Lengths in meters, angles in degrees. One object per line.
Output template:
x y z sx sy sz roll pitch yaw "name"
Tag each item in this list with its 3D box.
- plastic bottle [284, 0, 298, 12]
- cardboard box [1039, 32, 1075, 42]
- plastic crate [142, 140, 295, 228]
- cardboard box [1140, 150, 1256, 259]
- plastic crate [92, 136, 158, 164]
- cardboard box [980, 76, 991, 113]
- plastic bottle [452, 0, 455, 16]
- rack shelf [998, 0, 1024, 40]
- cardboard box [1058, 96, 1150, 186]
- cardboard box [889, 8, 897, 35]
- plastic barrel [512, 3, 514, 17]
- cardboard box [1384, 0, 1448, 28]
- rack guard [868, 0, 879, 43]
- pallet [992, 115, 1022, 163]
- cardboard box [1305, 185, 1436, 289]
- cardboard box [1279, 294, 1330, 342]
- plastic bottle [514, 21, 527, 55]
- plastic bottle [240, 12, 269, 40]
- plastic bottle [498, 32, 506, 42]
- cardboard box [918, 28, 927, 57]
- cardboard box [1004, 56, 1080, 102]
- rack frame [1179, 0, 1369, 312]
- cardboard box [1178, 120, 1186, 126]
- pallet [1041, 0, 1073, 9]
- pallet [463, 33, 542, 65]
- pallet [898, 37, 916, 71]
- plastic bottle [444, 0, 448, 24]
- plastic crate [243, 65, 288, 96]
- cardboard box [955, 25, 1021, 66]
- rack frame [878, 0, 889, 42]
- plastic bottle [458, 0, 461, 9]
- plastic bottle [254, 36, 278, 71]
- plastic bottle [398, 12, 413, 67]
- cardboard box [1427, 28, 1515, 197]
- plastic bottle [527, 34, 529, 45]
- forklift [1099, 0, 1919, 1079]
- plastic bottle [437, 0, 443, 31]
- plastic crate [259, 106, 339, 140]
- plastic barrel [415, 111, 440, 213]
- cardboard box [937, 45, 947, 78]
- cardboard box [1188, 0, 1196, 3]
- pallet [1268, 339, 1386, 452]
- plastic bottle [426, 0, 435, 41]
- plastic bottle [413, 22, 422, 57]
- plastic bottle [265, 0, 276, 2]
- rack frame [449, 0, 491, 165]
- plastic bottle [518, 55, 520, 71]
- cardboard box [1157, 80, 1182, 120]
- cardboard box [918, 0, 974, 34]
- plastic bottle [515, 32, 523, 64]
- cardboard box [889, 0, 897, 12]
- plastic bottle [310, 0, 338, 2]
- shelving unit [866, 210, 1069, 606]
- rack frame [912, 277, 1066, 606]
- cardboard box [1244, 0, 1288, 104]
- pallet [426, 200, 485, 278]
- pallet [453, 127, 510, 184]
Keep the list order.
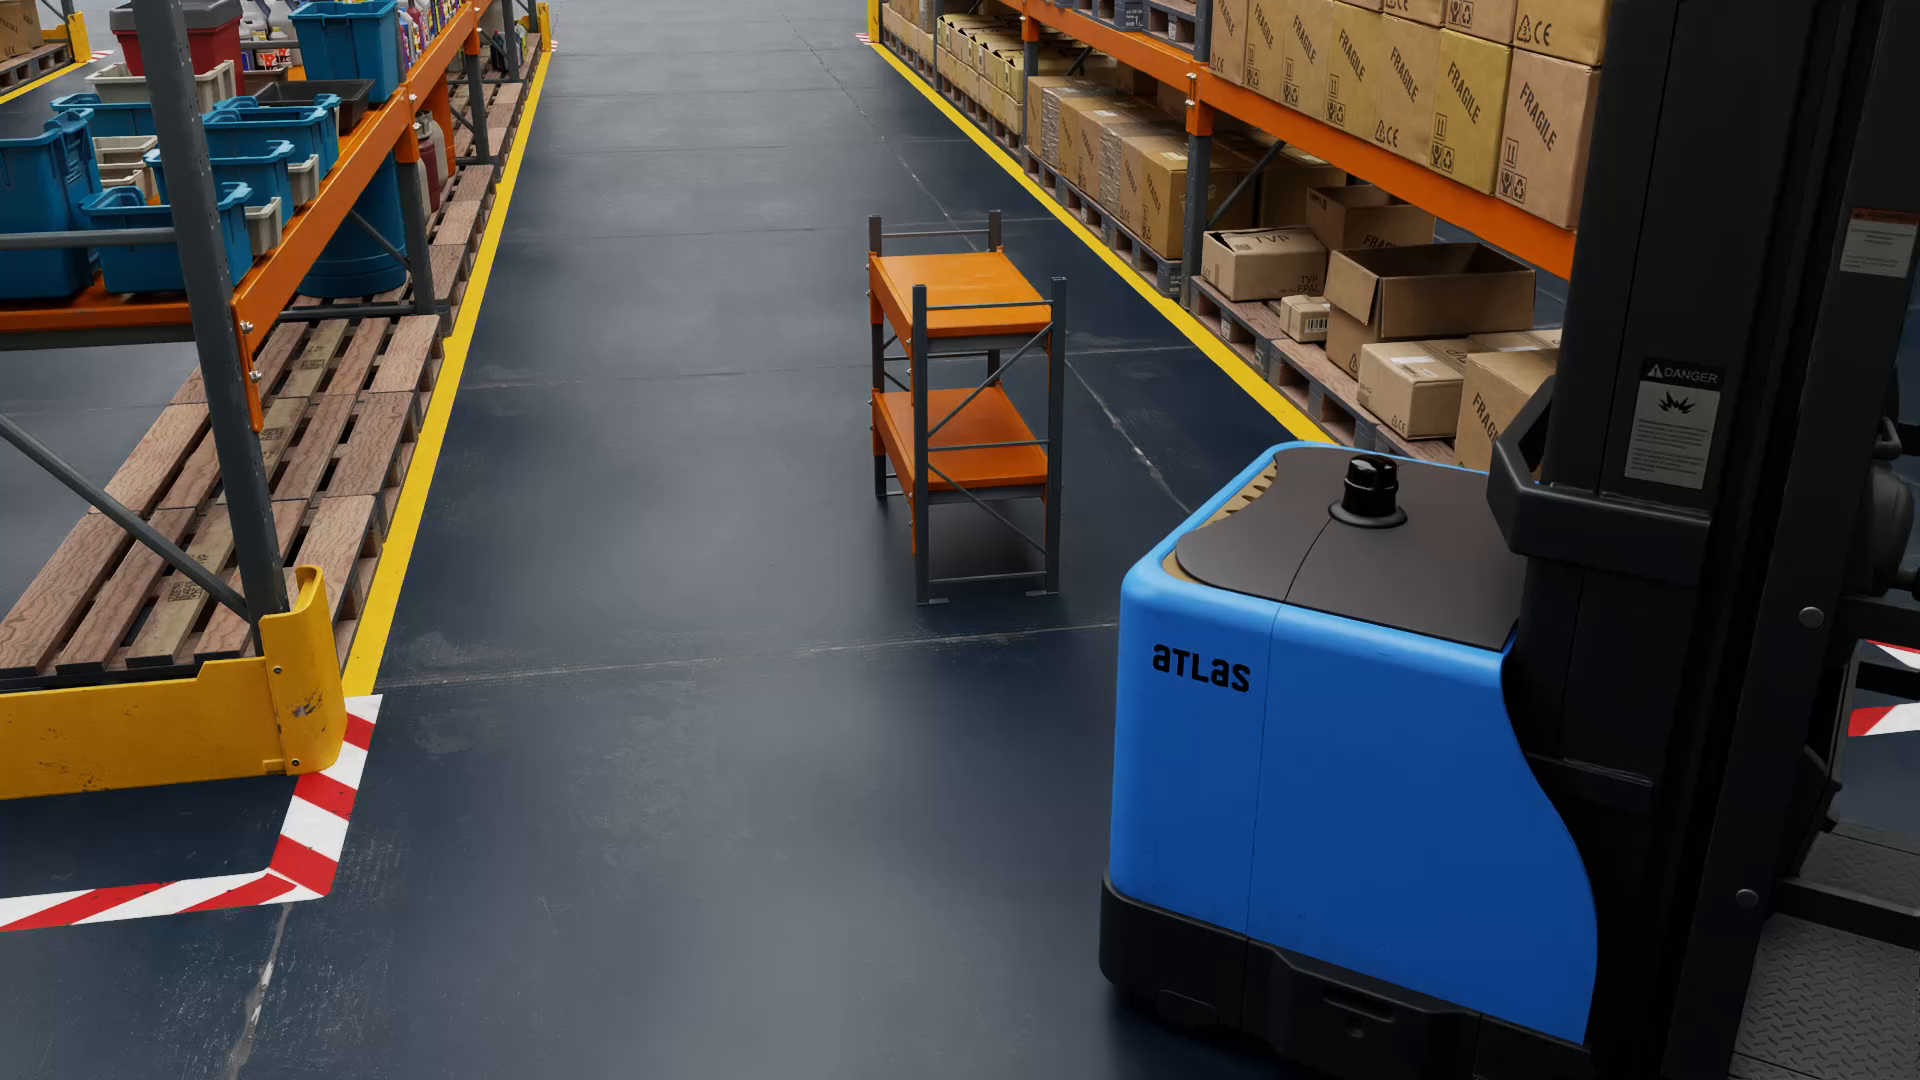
-3.533 -2.719 8.789 0.144 0.351 0.185 -4 24 -10 "plastic bottle"
0.878 -4.285 14.524 0.500 0.311 0.500 -5 24 -10 "cardboard box"
-2.254 -1.079 5.106 0.416 0.233 0.300 -4 24 -10 "plastic crate"
1.346 -1.915 9.460 0.500 0.500 0.500 -4 24 -10 "cardboard box"
-2.926 -1.299 5.732 0.298 0.136 0.250 -4 24 -10 "plastic crate"
0.454 -3.781 14.070 0.500 0.250 0.500 -4 24 -9 "cardboard box"
-3.331 -3.500 10.764 0.097 0.201 0.097 0 24 0 "plastic bottle"
0.610 -4.716 14.200 1.077 0.370 4.000 -4 24 -10 "rack shelf"
0.973 -2.712 11.285 0.500 0.500 0.500 -5 24 -10 "cardboard box"
-0.523 -5.915 18.955 0.500 0.250 0.500 -4 24 -10 "cardboard box"
-5.172 -5.840 18.457 0.421 0.512 0.421 0 24 0 "plastic barrel"
1.912 -2.173 6.105 0.500 0.500 0.500 -4 24 -8 "cardboard box"
-0.504 -6.270 19.981 1.175 0.500 0.348 -4 24 -10 "rack guard"
0.866 -3.308 13.561 1.003 0.211 1.213 -4 24 -10 "pallet"
2.103 -1.539 8.599 0.500 0.500 0.500 -4 24 -10 "cardboard box"
1.754 -1.068 7.939 0.380 0.166 0.250 -4 24 -10 "cardboard box"
-4.518 -5.118 16.981 0.144 0.351 0.185 -3 24 -8 "plastic bottle"
-3.607 -2.539 8.470 0.152 0.276 0.135 -4 24 -10 "plastic bottle"
-4.625 -4.990 16.780 0.152 0.276 0.135 -4 24 -10 "plastic bottle"
-0.143 -5.129 17.156 0.500 0.250 0.500 -4 24 -10 "cardboard box"
0.641 -3.636 13.038 0.500 0.311 0.500 -4 24 -8 "cardboard box"
1.719 -2.686 8.652 1.000 3.000 0.127 -4 24 -10 "rack frame"
1.675 -2.356 10.471 0.500 0.500 0.500 -4 24 -9 "cardboard box"
1.174 -3.910 11.694 1.213 0.211 1.003 -4 24 -10 "pallet"
-5.163 -5.417 18.388 1.003 0.211 1.213 -4 24 -10 "pallet"
-0.095 -5.352 18.239 1.003 0.211 1.213 -4 24 -10 "pallet"
-3.241 -3.308 10.325 0.097 0.201 0.097 0 24 0 "plastic bottle"
-3.204 -2.034 7.413 0.396 0.136 0.243 -4 24 -10 "plastic crate"
0.256 -4.440 14.879 0.500 0.311 0.500 -5 24 -11 "cardboard box"
-0.500 -7.406 19.459 1.000 3.000 0.127 -4 24 -10 "rack frame"
-3.395 -3.713 11.150 0.061 0.283 0.133 -4 24 -10 "plastic bottle"
-3.421 -2.377 8.194 0.097 0.201 0.097 0 24 0 "plastic bottle"
-2.880 -2.572 8.553 0.097 0.271 0.097 0 24 0 "plastic bottle"
2.009 -1.518 5.853 0.500 0.500 0.500 -4 24 -9 "cardboard box"
-4.598 -5.270 17.516 0.097 0.201 0.097 0 24 0 "plastic bottle"
1.856 -0.164 2.964 3.031 2.935 1.130 13 27 27 "forklift"
-3.195 -3.229 9.956 0.144 0.351 0.185 -4 24 -10 "plastic bottle"
-2.532 -1.565 6.339 0.293 0.136 0.466 -4 24 -10 "plastic crate"
-3.573 -2.346 10.362 0.600 0.588 0.708 -4 24 -10 "plastic barrel"
0.071 -4.588 15.918 0.500 0.250 0.500 -5 24 -11 "cardboard box"
1.662 -3.393 9.621 0.700 0.500 0.500 -1 24 -1 "cardboard box"
2.074 -0.657 7.490 1.003 0.211 1.213 -4 24 -10 "pallet"
-3.087 -3.013 9.563 0.097 0.271 0.097 0 24 0 "plastic bottle"
-2.959 -2.708 8.951 0.097 0.201 0.097 0 24 0 "plastic bottle"
-3.726 -2.790 9.045 0.152 0.276 0.135 -4 24 -10 "plastic bottle"
-3.889 -3.894 11.418 1.000 3.000 0.127 -4 24 -10 "rack frame"
-4.276 -4.584 15.946 0.097 0.201 0.097 0 24 0 "plastic bottle"
1.591 -2.885 10.743 0.500 0.250 0.500 -5 24 -11 "cardboard box"
-0.142 -5.472 17.006 0.500 0.500 0.500 -4 24 -10 "cardboard box"
-4.405 -4.878 16.430 0.144 0.351 0.185 -5 24 -12 "plastic bottle"
-0.525 -6.258 18.805 0.500 0.500 0.500 -4 24 -10 "cardboard box"
-3.720 -3.133 9.737 0.144 0.351 0.185 -4 24 -10 "plastic bottle"
0.001 -0.513 6.019 0.538 1.125 1.048 -4 24 -10 "shelving unit"
0.095 -0.313 5.561 0.500 1.125 0.032 -4 24 -10 "rack frame"
1.644 -2.310 7.666 0.500 0.500 0.500 -4 24 -9 "cardboard box"
-3.480 -1.830 10.177 1.003 0.211 1.213 -4 24 -10 "pallet"
-3.994 -2.924 12.681 1.003 0.211 1.213 -4 24 -10 "pallet"
